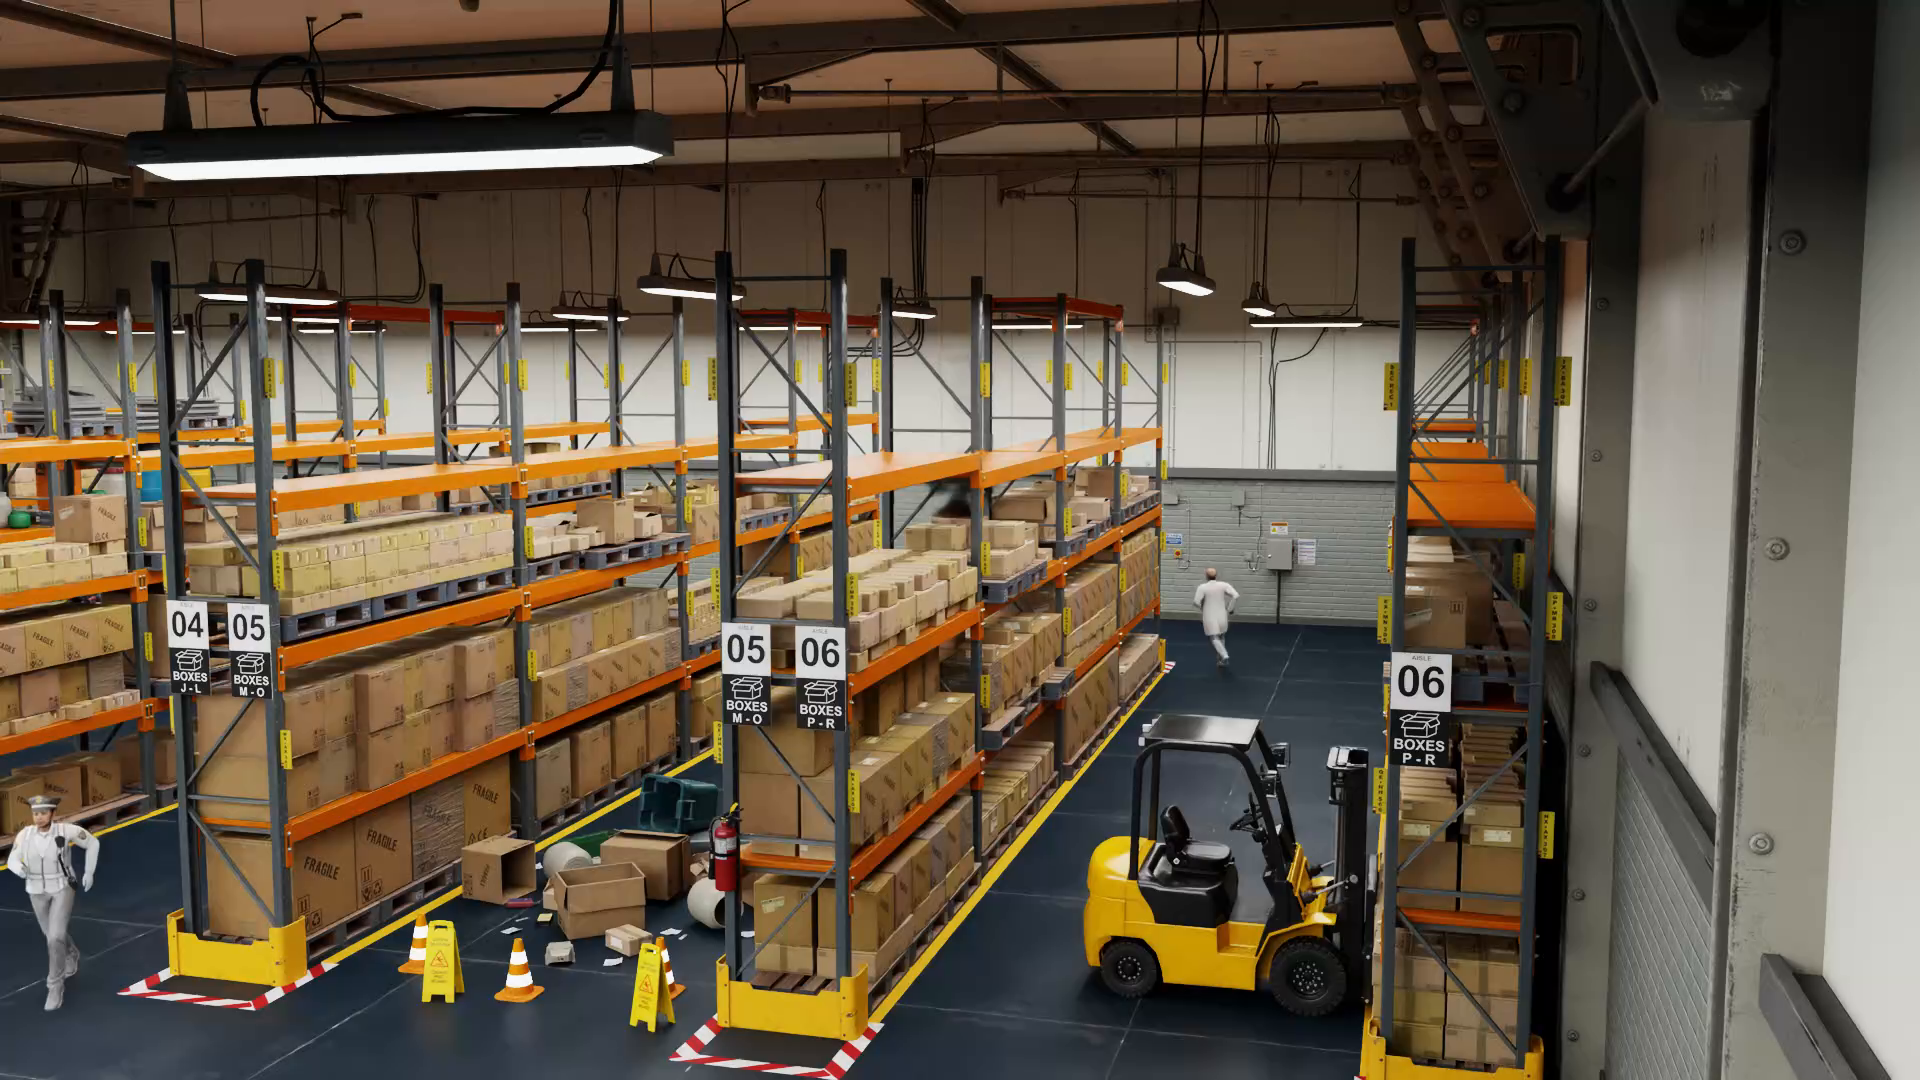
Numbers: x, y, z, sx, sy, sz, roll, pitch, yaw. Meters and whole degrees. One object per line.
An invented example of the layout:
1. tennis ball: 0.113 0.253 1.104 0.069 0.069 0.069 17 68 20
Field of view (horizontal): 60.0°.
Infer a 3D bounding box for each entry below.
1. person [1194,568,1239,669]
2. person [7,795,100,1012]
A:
1. person: 4.290 1.350 28.000 0.746 1.771 0.953 -1 6 -9
2. person: -7.438 2.903 13.650 0.634 1.723 0.862 -1 6 -6
